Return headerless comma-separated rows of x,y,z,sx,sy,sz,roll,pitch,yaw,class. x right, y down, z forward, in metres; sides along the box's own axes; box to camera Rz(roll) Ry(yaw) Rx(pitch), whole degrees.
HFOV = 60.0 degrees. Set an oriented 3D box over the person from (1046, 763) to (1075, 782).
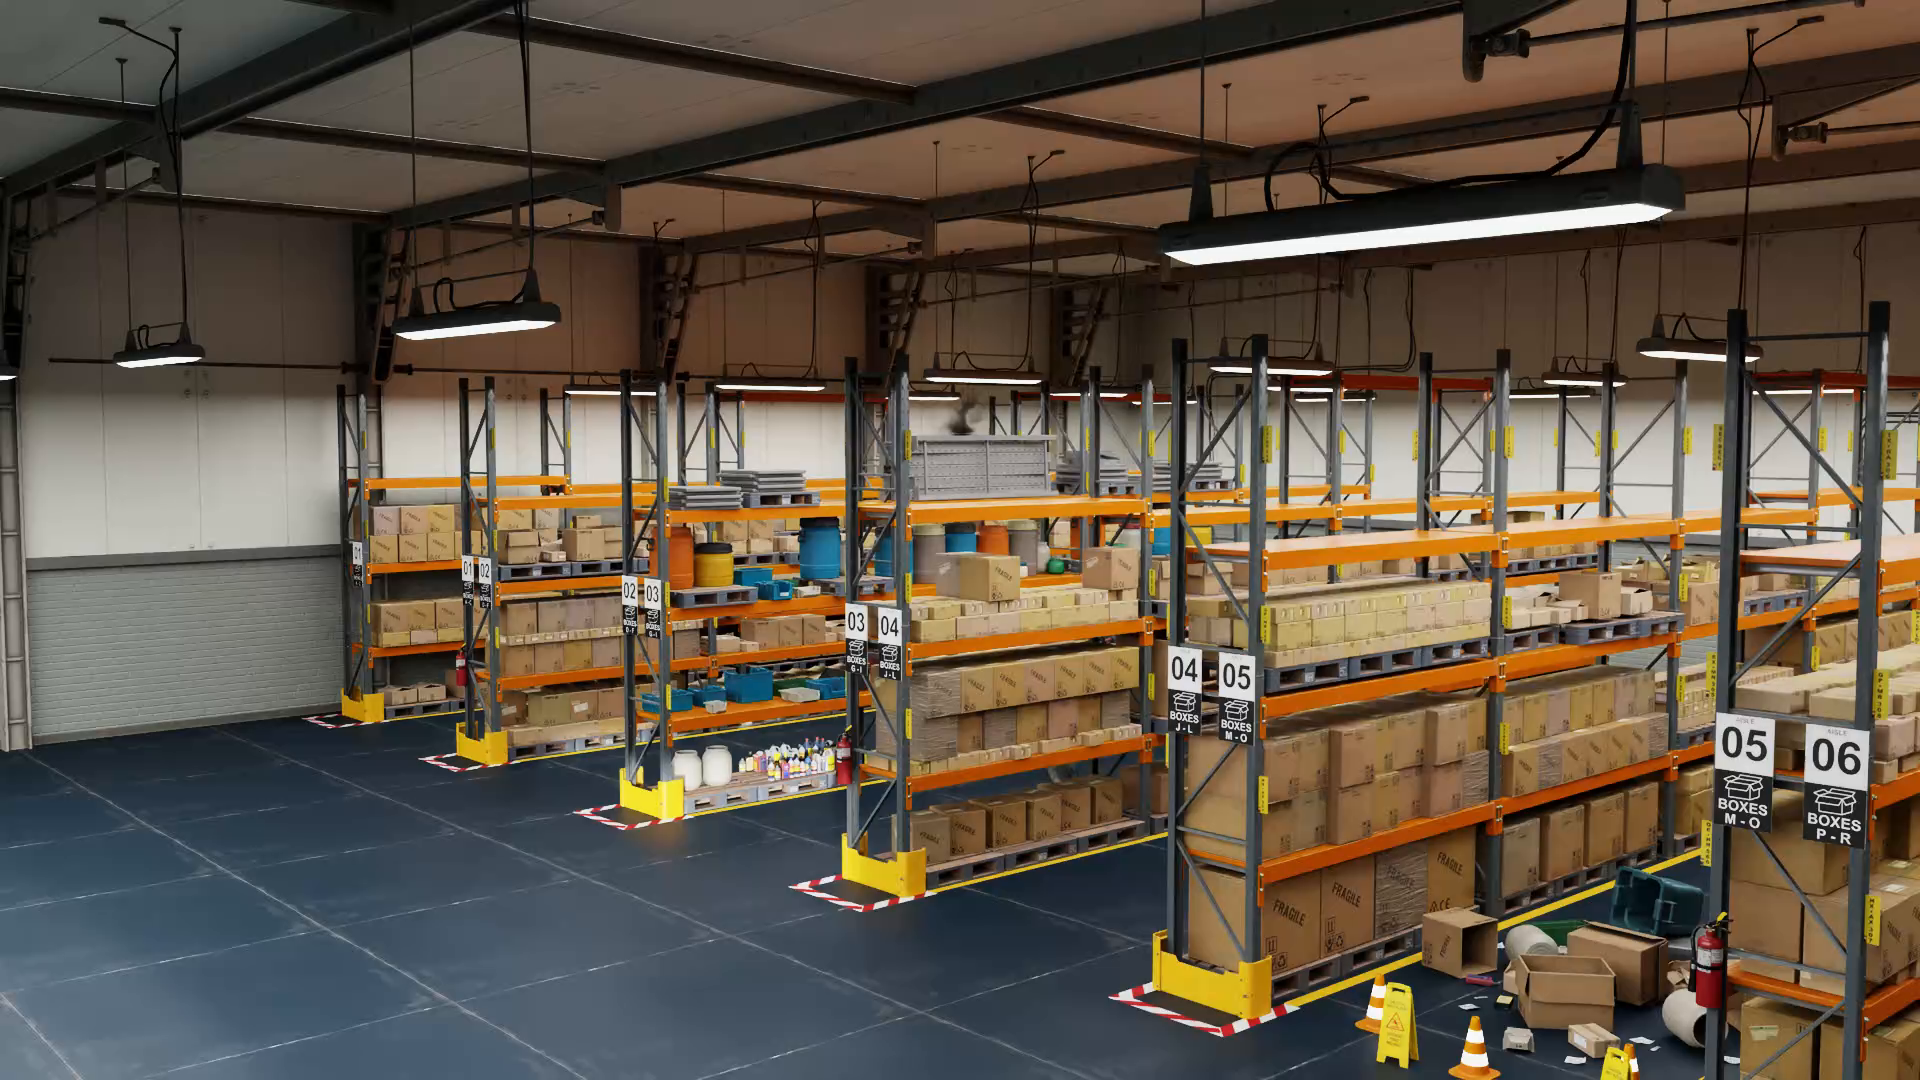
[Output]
1.346,2.737,23.769,0.658,1.743,0.591,3,5,40,person
